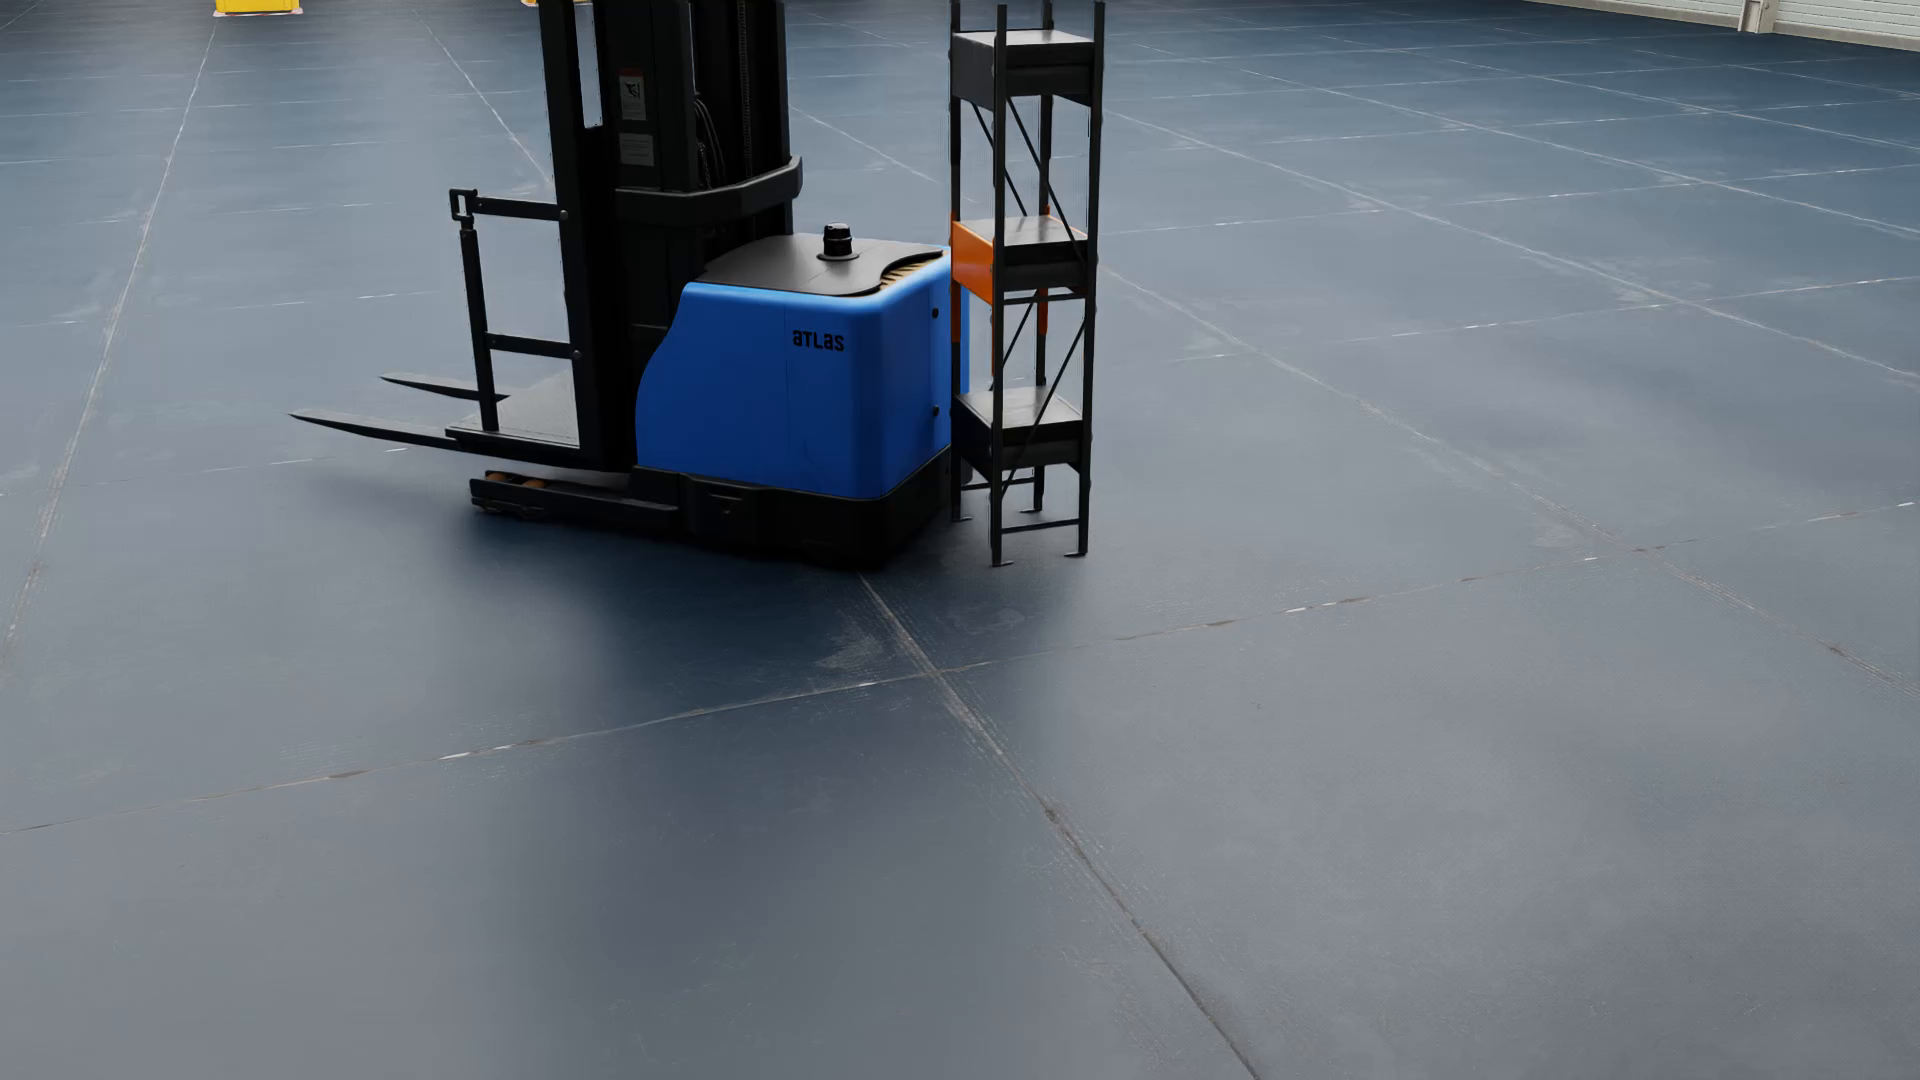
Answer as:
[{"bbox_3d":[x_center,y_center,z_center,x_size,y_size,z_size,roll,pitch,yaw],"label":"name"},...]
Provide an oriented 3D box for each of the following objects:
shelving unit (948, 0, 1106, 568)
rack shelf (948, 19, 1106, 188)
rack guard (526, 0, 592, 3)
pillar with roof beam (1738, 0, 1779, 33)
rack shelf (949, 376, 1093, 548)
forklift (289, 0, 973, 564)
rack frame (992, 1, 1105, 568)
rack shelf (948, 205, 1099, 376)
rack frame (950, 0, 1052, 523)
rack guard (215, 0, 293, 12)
[{"bbox_3d":[0.235,-0.977,6.364,0.431,2.100,0.503,-8,24,-18],"label":"shelving unit"},{"bbox_3d":[0.235,-1.609,6.098,0.431,0.518,0.480,-8,24,-18],"label":"rack shelf"},{"bbox_3d":[-7.022,-9.712,29.148,1.175,0.500,0.348,-8,24,-19],"label":"rack guard"},{"bbox_3d":[7.728,-11.068,21.424,9.100,9.000,0.400,-8,24,-19],"label":"pillar with roof beam"},{"bbox_3d":[0.235,-0.319,6.641,0.431,0.518,0.480,-8,24,-18],"label":"rack shelf"},{"bbox_3d":[-1.513,-1.612,6.800,3.031,2.935,1.130,9,25,21],"label":"forklift"},{"bbox_3d":[0.315,-0.887,6.152,0.400,2.100,0.015,-8,24,-18],"label":"rack frame"},{"bbox_3d":[0.235,-0.964,6.369,0.431,0.518,0.480,-8,24,-18],"label":"rack shelf"},{"bbox_3d":[0.156,-1.066,6.577,0.400,2.100,0.015,-8,24,-18],"label":"rack frame"},{"bbox_3d":[-11.699,-9.025,27.520,1.175,0.500,0.348,-8,24,-19],"label":"rack guard"}]
